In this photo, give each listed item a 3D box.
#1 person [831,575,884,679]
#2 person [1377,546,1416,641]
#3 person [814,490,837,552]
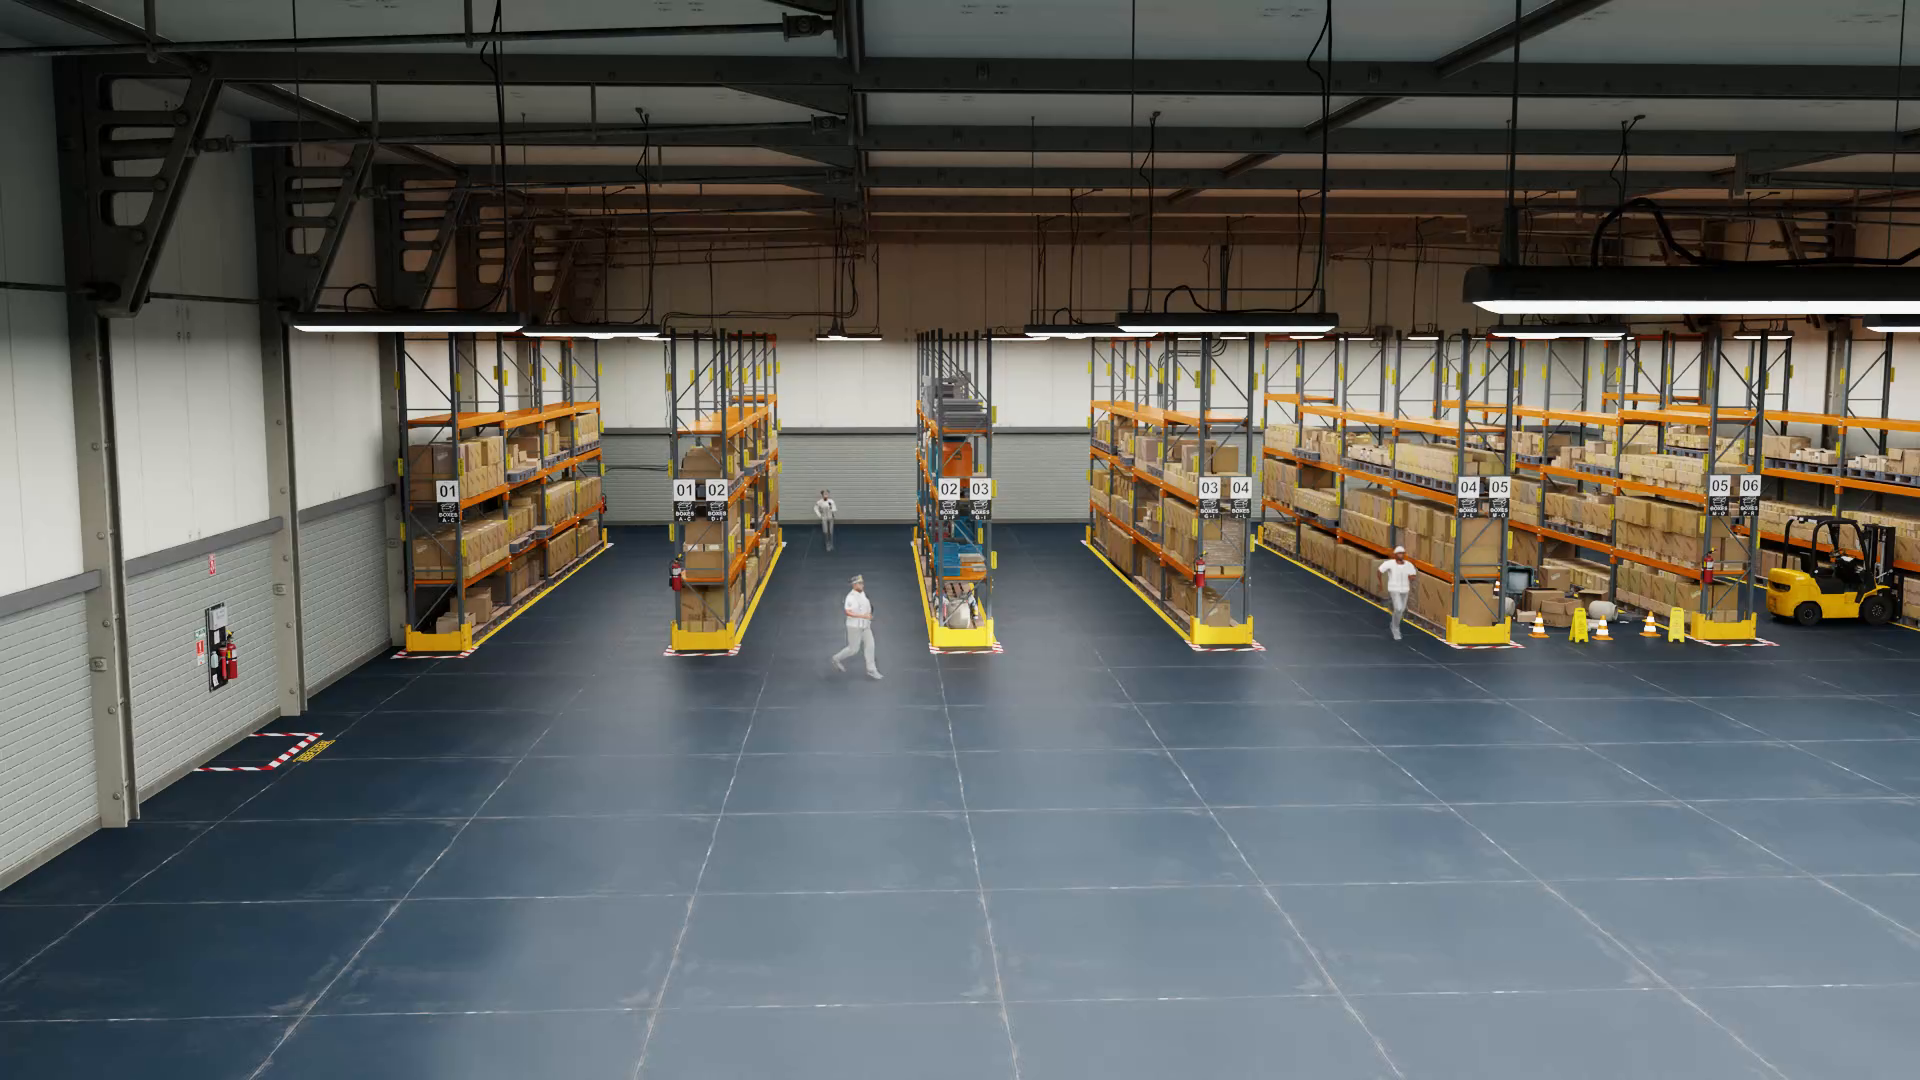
[{"bbox_3d":[-1.764,1.485,28.571,0.970,1.797,0.673,3,7,25],"label":"person"},{"bbox_3d":[8.551,1.028,32.446,0.684,1.823,0.754,-1,7,-12],"label":"person"},{"bbox_3d":[-3.709,-0.531,46.138,0.613,1.747,0.704,-2,7,-13],"label":"person"}]
